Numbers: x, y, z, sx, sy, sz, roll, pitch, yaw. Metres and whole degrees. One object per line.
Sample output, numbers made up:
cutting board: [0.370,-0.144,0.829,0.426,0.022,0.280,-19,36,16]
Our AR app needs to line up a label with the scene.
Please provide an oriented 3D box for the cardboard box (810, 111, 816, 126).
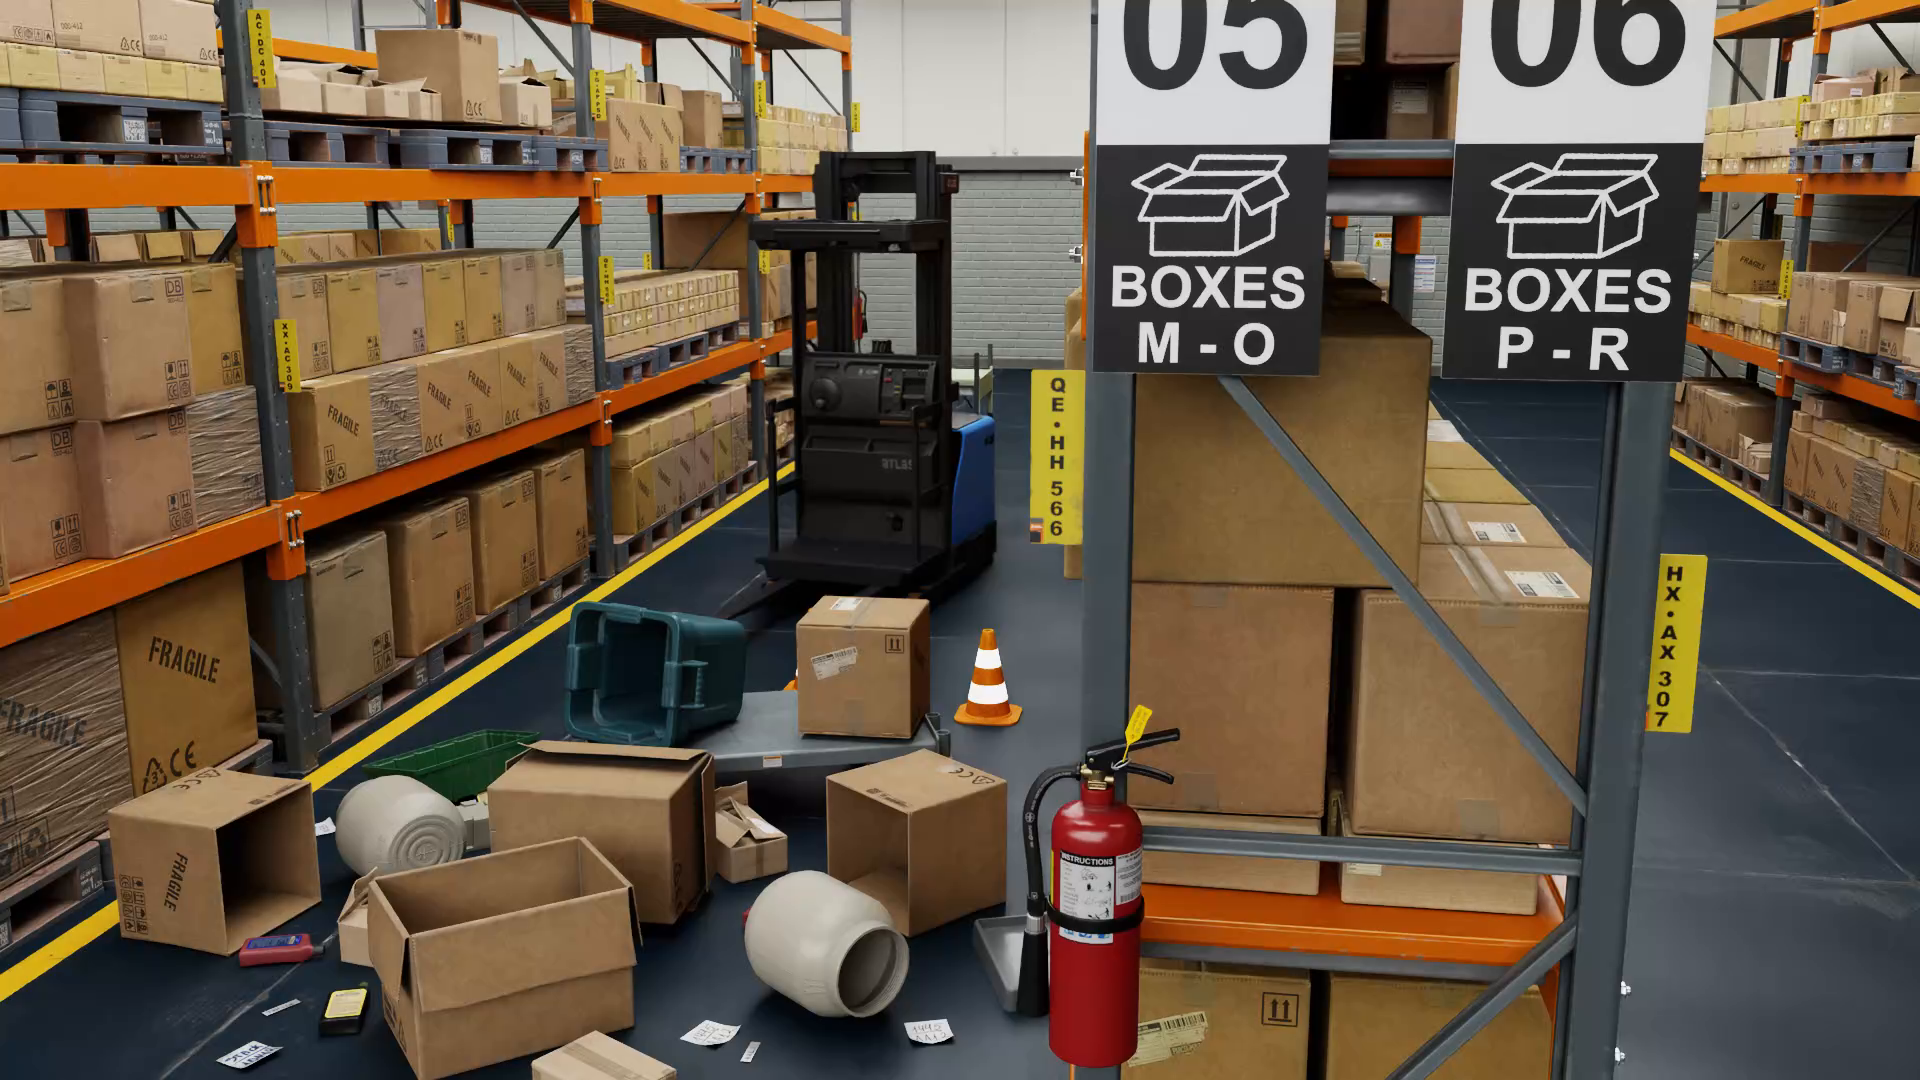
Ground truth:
cardboard box: [-1.709,-4.367,17.241,0.380,0.149,0.250,2,12,10]

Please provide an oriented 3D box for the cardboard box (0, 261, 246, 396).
cardboard box: [-3.656,-0.907,7.162,0.875,0.550,0.550,2,12,9]

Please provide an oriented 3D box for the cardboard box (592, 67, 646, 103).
cardboard box: [-2.536,-3.340,12.199,0.396,0.266,0.258,2,12,9]

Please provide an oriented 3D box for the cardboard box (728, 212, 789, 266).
cardboard box: [-1.960,-2.924,16.125,0.500,0.500,0.500,2,12,7]

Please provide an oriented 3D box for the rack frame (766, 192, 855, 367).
rack frame: [-1.720,-2.879,19.234,1.000,3.000,0.127,2,12,9]

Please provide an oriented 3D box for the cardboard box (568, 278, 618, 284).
cardboard box: [-3.048,-2.084,13.729,0.380,0.149,0.250,2,12,11]

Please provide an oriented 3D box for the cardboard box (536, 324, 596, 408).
cardboard box: [-2.754,-1.160,11.021,0.500,0.500,0.500,2,12,9]

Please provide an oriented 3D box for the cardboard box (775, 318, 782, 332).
cardboard box: [-1.965,-2.142,16.409,0.380,0.149,0.250,1,12,6]

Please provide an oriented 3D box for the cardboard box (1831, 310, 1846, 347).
cardboard box: [6.884,-1.610,12.667,0.396,0.266,0.258,2,12,11]

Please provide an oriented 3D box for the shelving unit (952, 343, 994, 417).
shelving unit: [-0.001,-0.732,12.829,0.431,1.500,0.755,2,12,9]

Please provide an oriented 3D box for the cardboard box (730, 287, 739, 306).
cardboard box: [-2.201,-2.185,14.907,0.380,0.149,0.250,2,12,10]

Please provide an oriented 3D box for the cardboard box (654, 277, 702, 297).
cardboard box: [-2.367,-2.115,13.873,0.380,0.149,0.250,1,12,7]

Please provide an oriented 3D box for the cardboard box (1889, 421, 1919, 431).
cardboard box: [7.641,-0.856,13.242,0.380,0.149,0.250,2,12,9]

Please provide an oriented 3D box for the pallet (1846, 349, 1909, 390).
pallet: [7.156,-1.226,12.017,1.003,0.211,1.213,2,12,9]

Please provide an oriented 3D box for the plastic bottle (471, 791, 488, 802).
plastic bottle: [-2.117,1.162,7.459,0.133,0.061,0.283,-5,13,-21]

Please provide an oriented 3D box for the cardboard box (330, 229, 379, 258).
cardboard box: [-7.023,-3.305,19.077,0.500,0.500,0.500,2,12,7]

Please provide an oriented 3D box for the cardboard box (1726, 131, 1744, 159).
cardboard box: [7.548,-3.714,15.636,0.500,0.250,0.500,2,12,8]

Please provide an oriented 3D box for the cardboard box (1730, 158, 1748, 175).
cardboard box: [7.448,-3.497,15.575,0.380,0.149,0.250,2,12,10]

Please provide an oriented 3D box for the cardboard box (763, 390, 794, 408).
cardboard box: [-1.849,-1.429,16.863,0.380,0.149,0.250,2,12,10]

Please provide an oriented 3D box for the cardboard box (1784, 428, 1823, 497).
cardboard box: [7.180,-0.637,13.767,0.500,0.500,0.500,2,12,11]

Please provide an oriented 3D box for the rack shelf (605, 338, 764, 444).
rack shelf: [-2.643,-1.279,13.514,1.077,0.370,4.000,2,12,9]

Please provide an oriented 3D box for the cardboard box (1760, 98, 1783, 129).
cardboard box: [7.386,-3.749,14.612,0.500,0.250,0.500,2,12,8]

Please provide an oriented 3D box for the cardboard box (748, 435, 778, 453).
cardboard box: [-1.962,-0.924,15.930,0.380,0.149,0.250,1,12,6]

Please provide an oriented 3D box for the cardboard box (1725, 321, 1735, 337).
cardboard box: [7.531,-2.020,15.841,0.380,0.149,0.250,2,12,9]

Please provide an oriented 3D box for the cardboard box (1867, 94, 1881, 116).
cardboard box: [6.867,-3.172,12.128,0.380,0.149,0.250,2,12,9]

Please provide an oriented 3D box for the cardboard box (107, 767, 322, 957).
cardboard box: [-2.790,1.196,6.252,0.500,0.500,0.500,4,13,18]

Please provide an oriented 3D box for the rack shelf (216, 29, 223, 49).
rack shelf: [-7.528,-4.198,13.768,1.077,0.370,4.000,2,12,9]

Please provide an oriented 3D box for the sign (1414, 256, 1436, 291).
sign: [6.604,-3.797,23.716,0.329,0.494,0.001,2,12,9]

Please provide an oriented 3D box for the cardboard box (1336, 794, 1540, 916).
cardboard box: [0.983,0.649,3.456,0.380,0.149,0.250,2,12,9]

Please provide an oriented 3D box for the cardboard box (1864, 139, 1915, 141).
cardboard box: [7.499,-3.280,13.334,0.380,0.149,0.250,2,12,8]

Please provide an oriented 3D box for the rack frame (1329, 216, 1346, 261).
rack frame: [1.957,-1.075,10.860,1.000,3.000,0.127,2,12,9]

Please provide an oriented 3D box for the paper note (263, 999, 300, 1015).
paper note: [-2.297,1.582,5.629,0.032,0.001,0.123,10,15,38]

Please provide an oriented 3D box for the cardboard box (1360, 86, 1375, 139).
cardboard box: [1.138,-0.975,3.875,0.380,0.149,0.250,2,12,8]

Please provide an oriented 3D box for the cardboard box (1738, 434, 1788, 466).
cardboard box: [7.327,-0.816,15.152,0.396,0.266,0.258,2,12,11]

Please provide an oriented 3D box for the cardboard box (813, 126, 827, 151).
cardboard box: [-1.698,-4.200,17.409,0.500,0.250,0.500,2,12,9]

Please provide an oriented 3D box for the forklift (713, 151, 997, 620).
forklift: [-0.670,-1.029,10.813,1.130,2.935,3.031,4,13,18]

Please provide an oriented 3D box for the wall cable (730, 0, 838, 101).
wall cable: [-2.330,-8.632,24.050,2.277,5.999,0.120,2,12,9]

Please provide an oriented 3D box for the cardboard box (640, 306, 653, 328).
cardboard box: [-2.562,-1.701,12.658,0.380,0.149,0.250,2,12,9]

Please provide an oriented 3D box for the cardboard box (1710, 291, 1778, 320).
cardboard box: [7.546,-2.249,15.957,0.500,0.250,0.500,2,12,7]

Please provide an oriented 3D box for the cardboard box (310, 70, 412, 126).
cardboard box: [-3.435,-2.536,9.499,0.500,0.311,0.500,2,12,8]

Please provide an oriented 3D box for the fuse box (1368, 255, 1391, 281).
fuse box: [6.084,-3.186,23.716,0.539,1.711,0.414,2,12,9]

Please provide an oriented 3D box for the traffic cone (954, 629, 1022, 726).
traffic cone: [0.149,0.695,8.672,0.336,0.463,0.334,2,12,9]

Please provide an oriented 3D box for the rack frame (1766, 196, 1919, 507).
rack frame: [7.477,-1.747,13.981,1.000,3.000,0.127,2,12,9]

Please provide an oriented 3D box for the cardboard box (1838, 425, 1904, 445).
cardboard box: [7.136,-0.810,13.030,0.380,0.149,0.250,2,12,8]

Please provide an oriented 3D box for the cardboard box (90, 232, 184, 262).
cardboard box: [-7.427,-2.492,14.818,0.797,0.503,0.637,2,12,9]

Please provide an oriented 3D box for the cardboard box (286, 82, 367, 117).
cardboard box: [-3.161,-2.187,8.263,0.250,0.149,0.380,2,12,9]

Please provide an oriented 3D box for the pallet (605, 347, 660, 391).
pallet: [-2.946,-1.272,12.231,1.213,0.211,1.003,2,12,9]

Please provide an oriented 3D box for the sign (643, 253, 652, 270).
sign: [-2.872,-2.486,15.353,0.100,0.325,0.005,2,12,9]

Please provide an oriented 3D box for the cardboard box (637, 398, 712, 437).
cardboard box: [-2.359,-1.016,13.746,0.500,0.250,0.500,1,12,6]

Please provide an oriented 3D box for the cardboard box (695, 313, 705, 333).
cardboard box: [-2.356,-1.824,13.936,0.380,0.149,0.250,1,12,6]

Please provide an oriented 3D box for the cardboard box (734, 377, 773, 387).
cardboard box: [-2.233,-1.662,17.945,0.380,0.149,0.250,2,12,11]

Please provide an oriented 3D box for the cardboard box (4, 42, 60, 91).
cardboard box: [-3.461,-1.681,5.918,0.380,0.149,0.250,2,12,10]

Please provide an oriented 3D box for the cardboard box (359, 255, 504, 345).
cardboard box: [-3.182,-1.446,9.974,0.700,0.500,0.500,2,12,8]

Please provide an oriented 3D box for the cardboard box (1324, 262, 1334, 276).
cardboard box: [0.959,-0.735,5.967,0.700,0.500,0.500,2,12,9]

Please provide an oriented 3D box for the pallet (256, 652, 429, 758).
pallet: [-3.521,0.819,8.693,1.003,0.211,1.213,2,12,9]

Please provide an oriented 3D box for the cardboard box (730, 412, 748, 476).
cardboard box: [-2.200,-0.868,14.837,0.500,0.500,0.500,2,12,8]
